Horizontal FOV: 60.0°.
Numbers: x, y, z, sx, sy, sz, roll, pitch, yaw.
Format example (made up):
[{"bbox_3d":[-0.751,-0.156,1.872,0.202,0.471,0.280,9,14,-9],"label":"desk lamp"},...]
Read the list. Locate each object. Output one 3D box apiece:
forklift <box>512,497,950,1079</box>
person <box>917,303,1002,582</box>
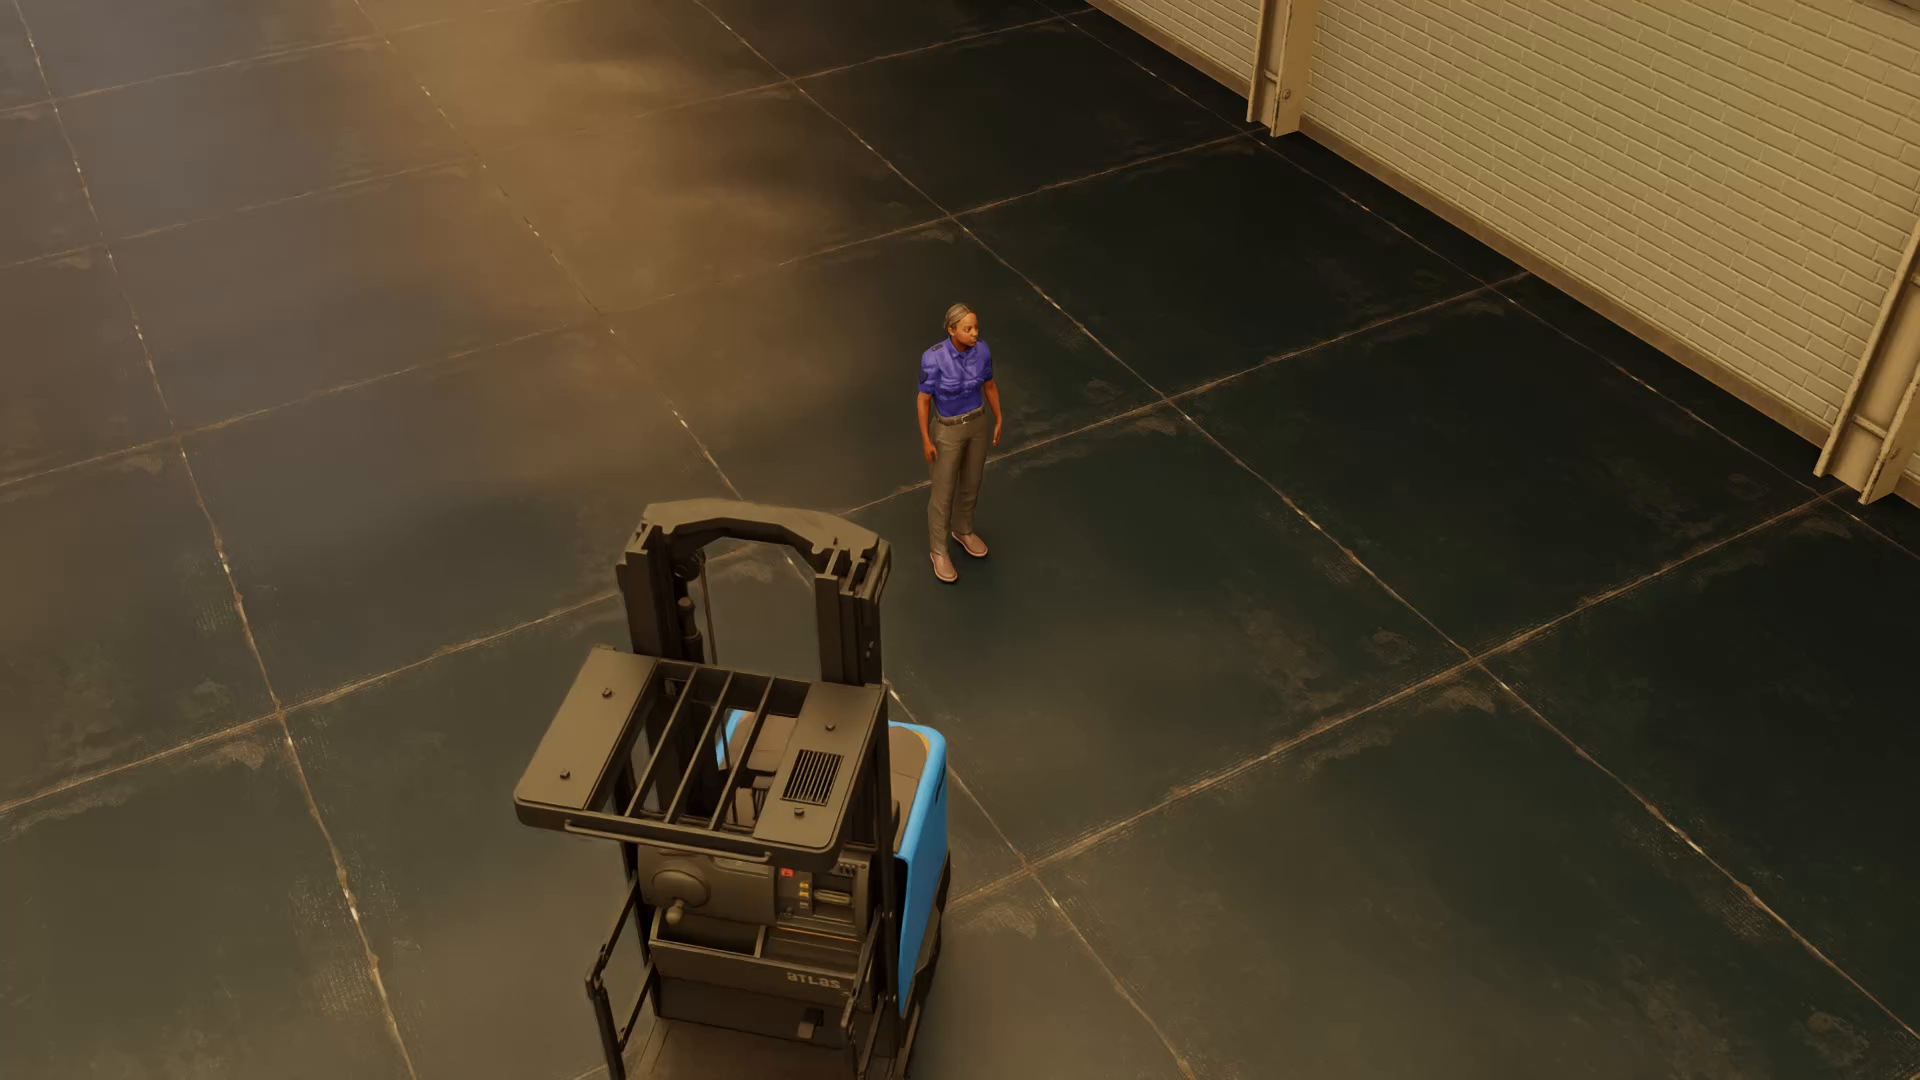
[{"bbox_3d":[-0.847,1.422,6.322,1.130,2.935,3.031,7,40,9],"label":"forklift"},{"bbox_3d":[0.027,-0.583,9.737,0.570,1.644,0.503,-20,44,-23],"label":"person"}]
